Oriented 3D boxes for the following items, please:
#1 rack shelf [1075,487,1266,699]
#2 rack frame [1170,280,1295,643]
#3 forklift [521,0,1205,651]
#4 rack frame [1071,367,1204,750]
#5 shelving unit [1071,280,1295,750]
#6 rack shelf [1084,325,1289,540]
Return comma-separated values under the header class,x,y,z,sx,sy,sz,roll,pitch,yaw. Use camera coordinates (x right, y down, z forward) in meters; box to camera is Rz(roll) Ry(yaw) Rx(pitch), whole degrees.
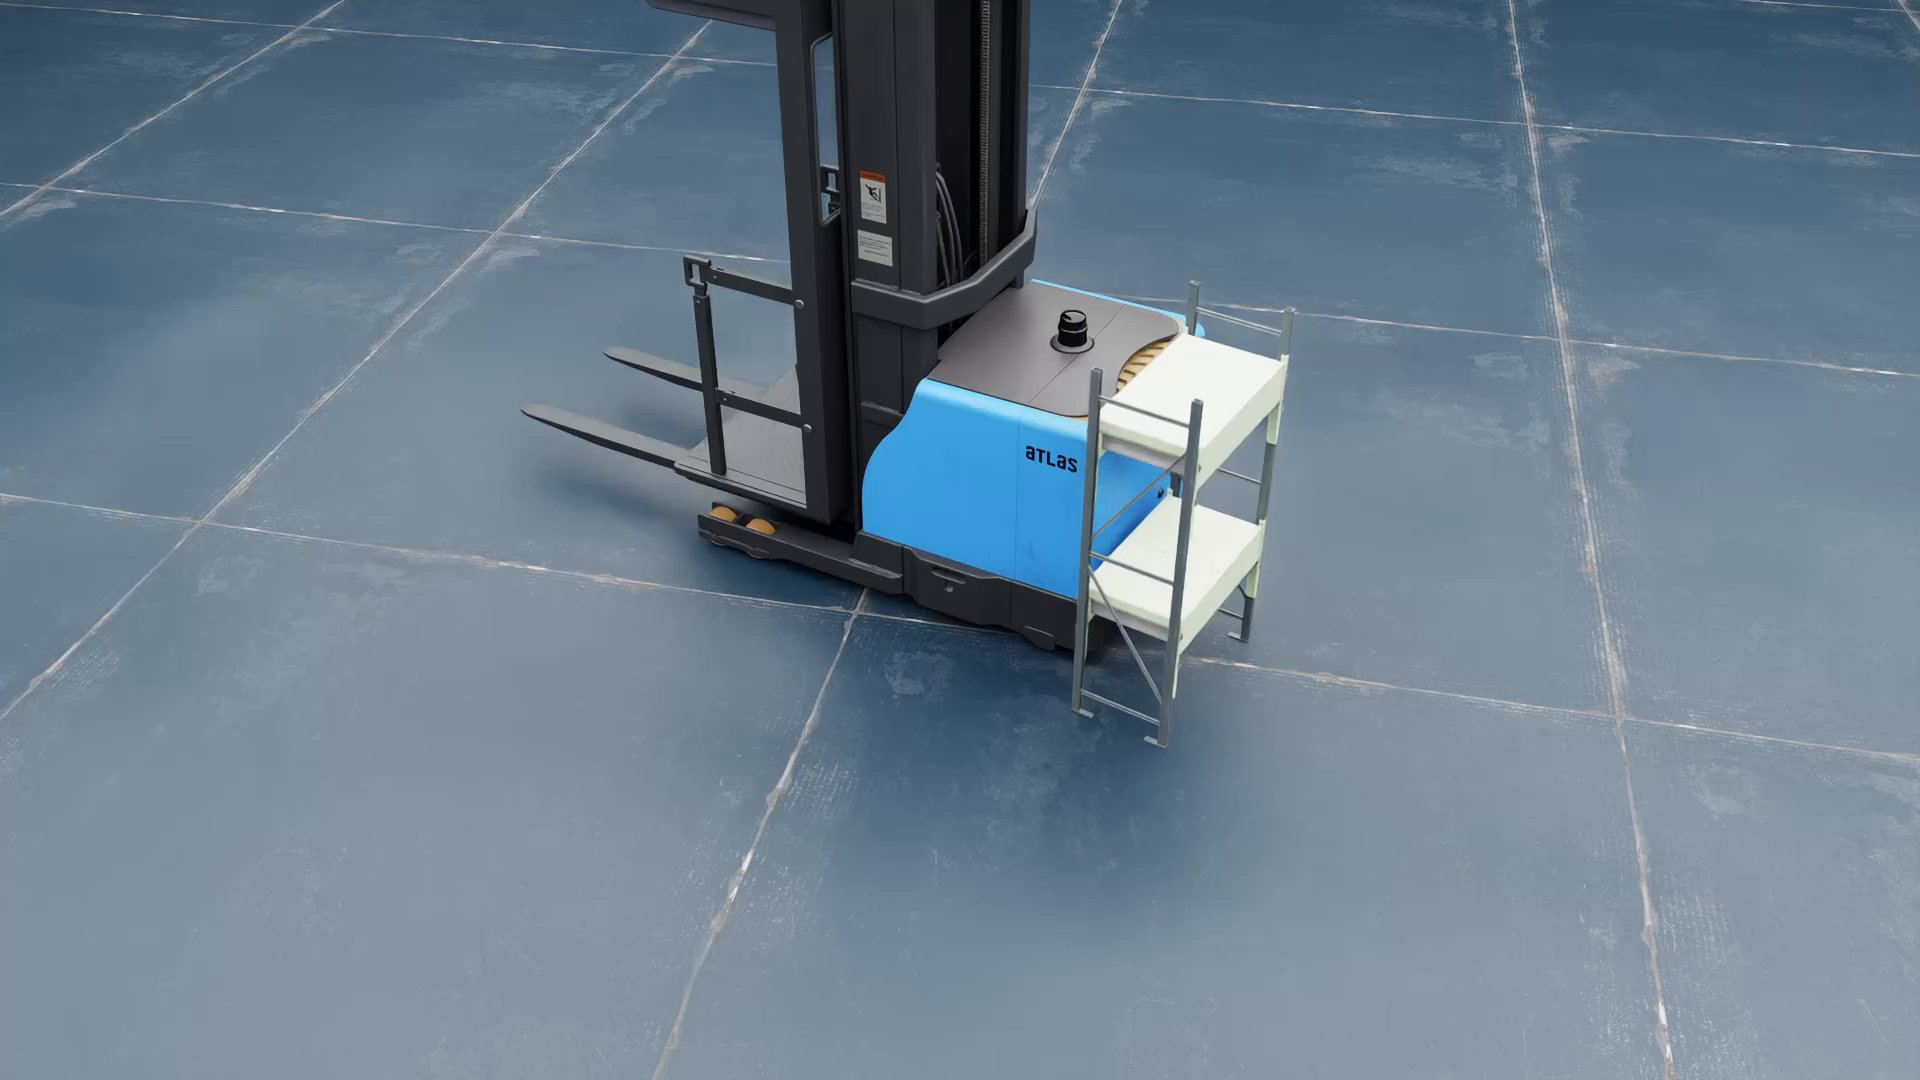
class,x,y,z,sx,sy,sz,roll,pitch,yaw
rack shelf,0.796,0.185,6.270,0.431,0.370,0.720,21,41,26
rack frame,0.994,-0.259,6.328,0.400,1.500,0.023,21,41,26
forklift,-0.550,-1.361,6.631,3.031,2.935,1.130,18,39,23
rack frame,0.601,0.103,5.828,0.400,1.500,0.023,21,41,26
shelving unit,0.798,-0.078,6.078,0.431,1.500,0.755,21,41,26
rack shelf,0.799,-0.393,5.848,0.431,0.370,0.720,21,41,26
